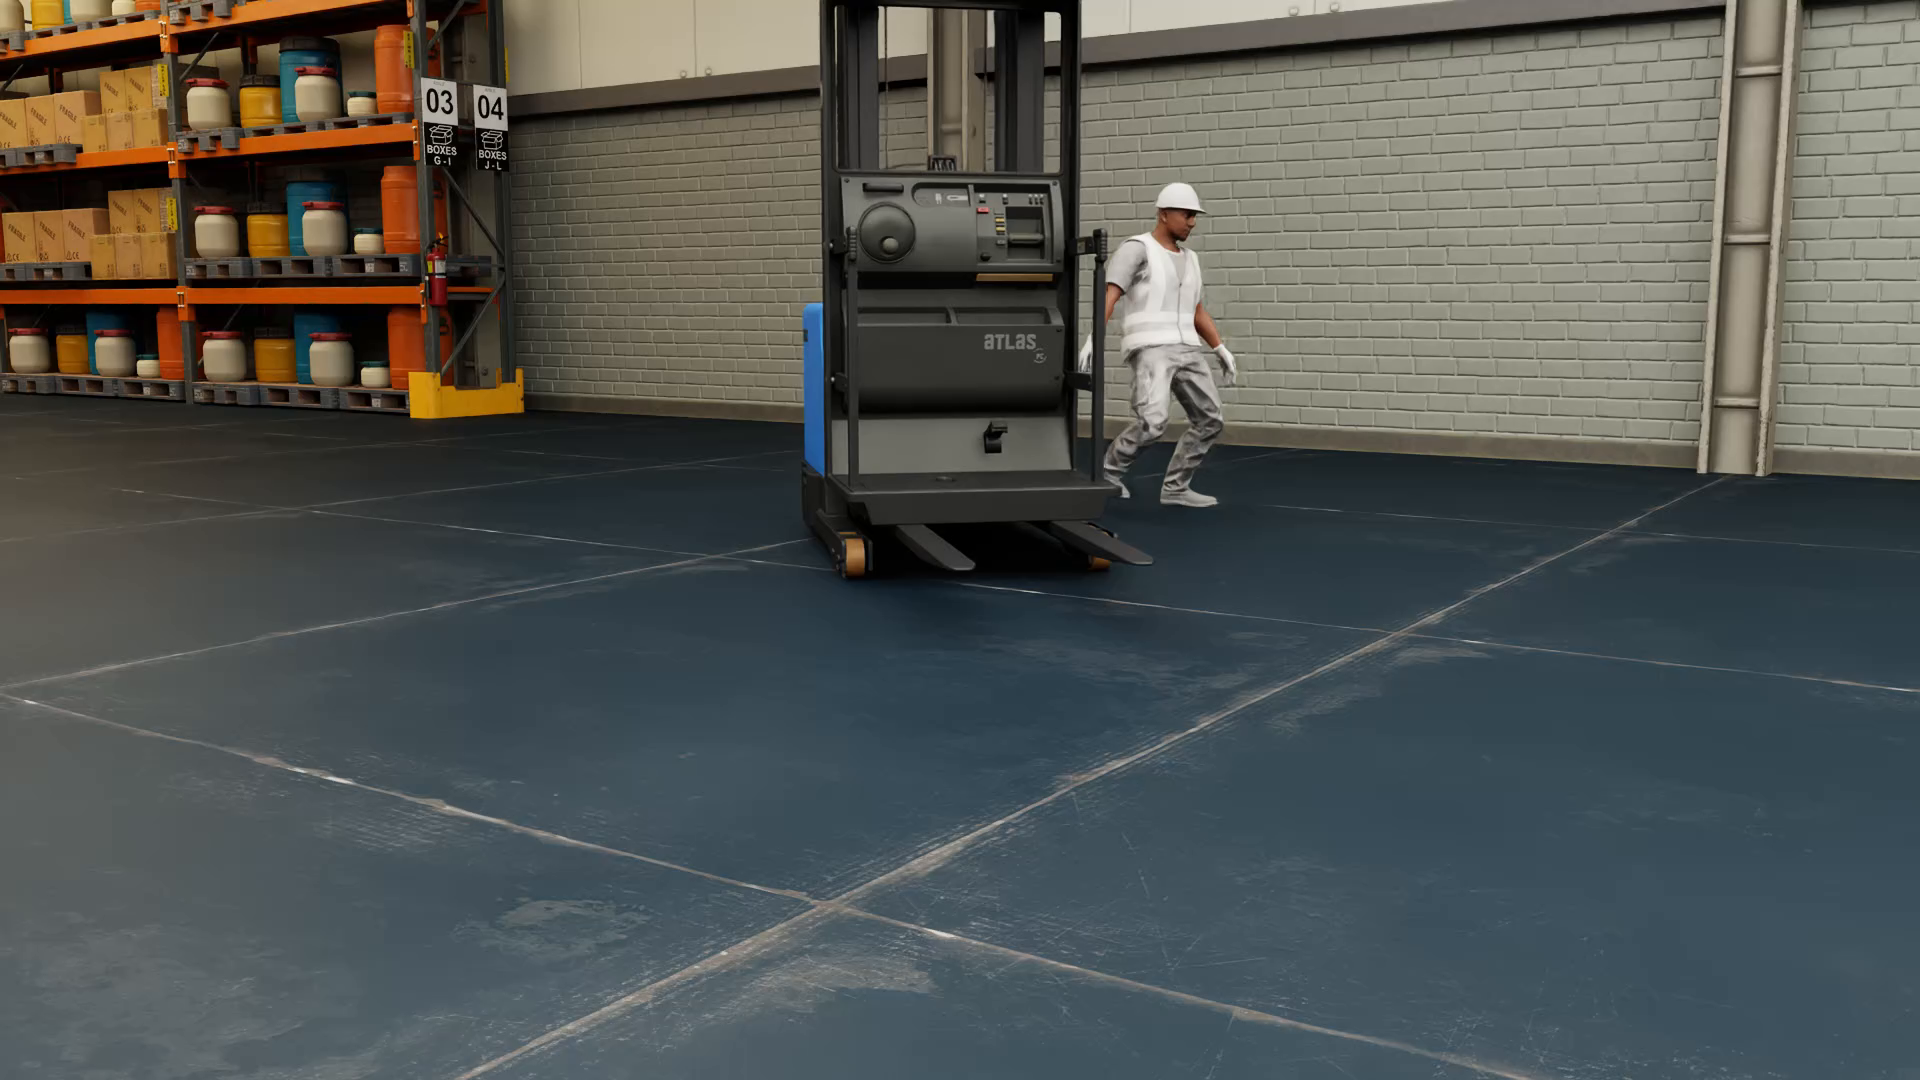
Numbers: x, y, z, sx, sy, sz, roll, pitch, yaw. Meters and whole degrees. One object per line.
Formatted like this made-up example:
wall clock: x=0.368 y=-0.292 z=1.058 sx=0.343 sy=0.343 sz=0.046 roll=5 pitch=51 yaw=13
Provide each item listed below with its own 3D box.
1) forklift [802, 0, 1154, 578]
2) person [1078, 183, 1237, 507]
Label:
forklift: x=0.015 y=-1.354 z=6.714 sx=1.130 sy=2.935 sz=3.031 roll=-2 pitch=8 yaw=-11
person: x=1.037 y=-0.978 z=8.543 sx=0.953 sy=1.686 sz=0.481 roll=-6 pitch=10 yaw=-36
